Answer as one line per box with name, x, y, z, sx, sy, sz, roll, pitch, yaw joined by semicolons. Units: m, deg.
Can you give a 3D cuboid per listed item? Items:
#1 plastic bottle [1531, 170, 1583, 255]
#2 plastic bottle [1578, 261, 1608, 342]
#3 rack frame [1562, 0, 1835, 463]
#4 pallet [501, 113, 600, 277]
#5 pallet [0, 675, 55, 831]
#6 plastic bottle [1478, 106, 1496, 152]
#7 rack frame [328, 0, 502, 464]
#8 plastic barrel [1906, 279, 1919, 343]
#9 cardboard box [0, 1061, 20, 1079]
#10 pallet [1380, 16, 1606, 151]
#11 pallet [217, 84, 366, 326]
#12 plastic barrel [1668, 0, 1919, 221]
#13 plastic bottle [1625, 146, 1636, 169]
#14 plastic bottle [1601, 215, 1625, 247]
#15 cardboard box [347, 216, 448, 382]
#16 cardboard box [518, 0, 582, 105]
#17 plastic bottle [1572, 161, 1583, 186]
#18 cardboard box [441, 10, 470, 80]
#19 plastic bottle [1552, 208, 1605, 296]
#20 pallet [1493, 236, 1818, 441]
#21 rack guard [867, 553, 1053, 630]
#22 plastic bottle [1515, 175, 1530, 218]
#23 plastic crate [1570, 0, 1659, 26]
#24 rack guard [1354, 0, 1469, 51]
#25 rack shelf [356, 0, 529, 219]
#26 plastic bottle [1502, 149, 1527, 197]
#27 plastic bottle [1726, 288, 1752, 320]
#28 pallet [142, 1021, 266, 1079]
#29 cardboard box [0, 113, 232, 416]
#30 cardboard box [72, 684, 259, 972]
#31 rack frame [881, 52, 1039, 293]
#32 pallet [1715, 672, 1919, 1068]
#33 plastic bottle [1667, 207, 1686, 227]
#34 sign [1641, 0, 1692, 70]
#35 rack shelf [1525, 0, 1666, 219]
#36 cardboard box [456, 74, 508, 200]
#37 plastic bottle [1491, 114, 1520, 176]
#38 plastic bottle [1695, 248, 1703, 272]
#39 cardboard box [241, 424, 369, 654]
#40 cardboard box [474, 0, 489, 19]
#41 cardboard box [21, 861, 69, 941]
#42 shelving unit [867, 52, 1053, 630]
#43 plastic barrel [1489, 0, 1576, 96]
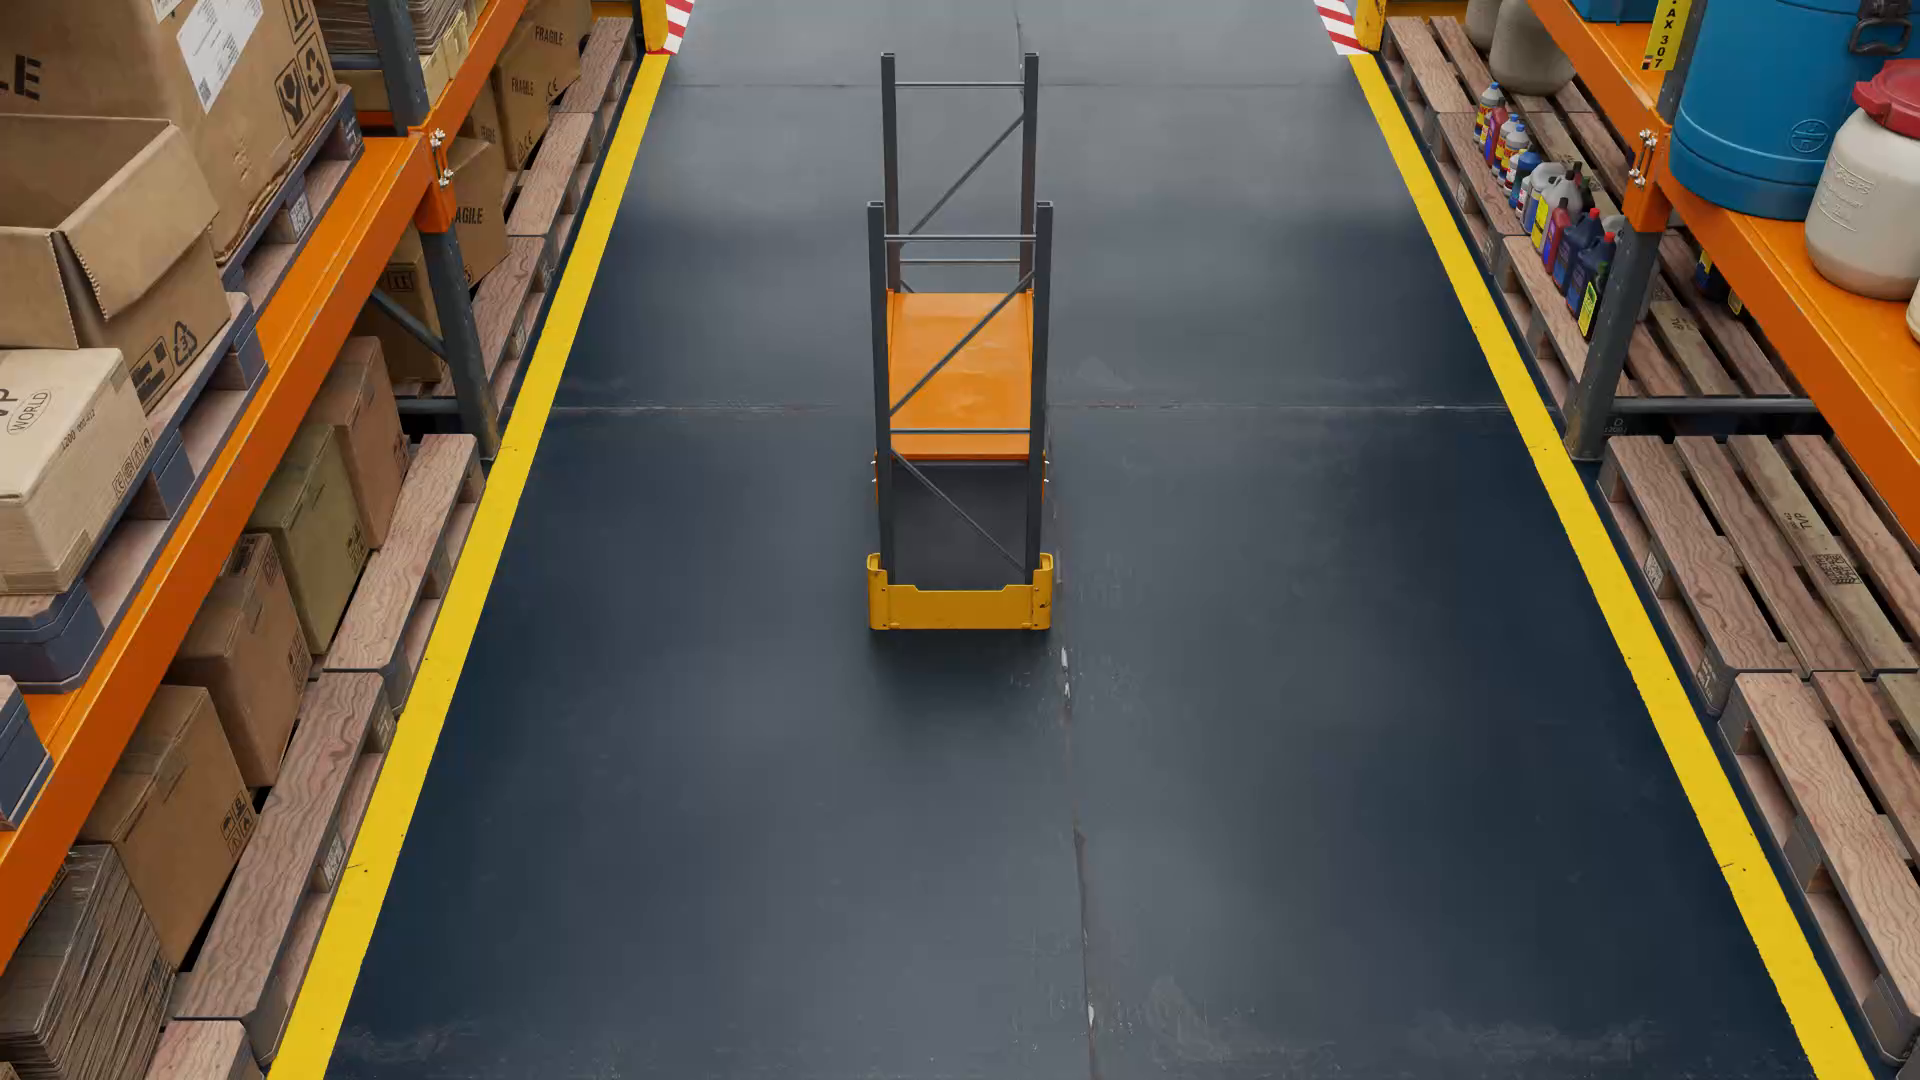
plastic bottle;2.455;-1.356;6.810;0.144;0.351;0.185;0;39;0
plastic bottle;2.414;-0.906;6.302;0.061;0.283;0.133;2;39;2
rack frame;2.745;-1.493;5.215;1.000;3.000;0.127;0;39;0
pallet;-2.249;-1.587;7.561;1.003;0.211;1.213;0;39;0
pallet;-2.311;0.641;2.705;1.213;0.211;1.003;0;39;0
plastic bottle;2.431;-1.876;7.578;0.097;0.201;0.097;0;39;0
rack frame;-2.208;-1.490;5.210;1.000;3.000;0.127;0;39;0
plastic barrel;2.593;-0.612;4.225;0.301;0.262;0.301;0;39;0
cardboard box;-2.224;1.396;3.256;0.700;0.500;0.500;-2;39;-2
pallet;2.783;-2.351;8.515;1.003;0.211;1.213;0;39;0
pallet;-2.353;-0.937;4.674;1.003;0.211;1.213;0;39;0
plastic barrel;2.442;-1.447;4.756;0.600;0.901;0.708;0;39;0
plastic bottle;3.047;-1.800;7.418;0.061;0.283;0.133;0;39;0
plastic bottle;2.604;-1.141;6.601;0.152;0.276;0.135;0;39;0
cardboard box;-2.169;-0.928;6.173;0.500;0.500;0.500;-1;39;-1
cardboard box;-2.194;-2.415;8.028;0.500;0.500;0.500;10;40;12
plastic bottle;2.565;-1.432;6.958;0.061;0.283;0.133;0;39;0
cardboard box;-1.895;-1.683;5.652;0.380;0.149;0.250;0;39;0
plastic bottle;2.456;-1.154;6.558;0.144;0.351;0.185;-2;39;-2
pallet;2.786;-0.825;6.611;1.003;0.211;1.213;0;39;0
rack guard;0.000;0.166;5.343;0.587;0.250;0.087;0;39;0
plastic bottle;2.431;-1.473;7.075;0.097;0.201;0.097;0;39;0
plastic crate;2.472;-2.127;6.125;0.499;0.251;0.616;0;39;0
rack guard;2.787;-2.972;9.059;1.175;0.500;0.348;0;39;0
rack shelf;-2.210;-2.460;6.996;1.077;0.370;4.000;0;39;0
plastic bottle;2.431;-1.602;7.236;0.097;0.201;0.097;0;39;0
plastic bottle;3.049;-1.006;6.428;0.061;0.283;0.133;0;39;0
pallet;-2.203;1.611;3.571;1.003;0.211;1.213;0;39;0
cardboard box;-2.114;-0.610;3.694;0.797;0.503;0.637;4;39;5
cardboard box;-2.245;0.695;4.131;0.700;0.500;0.500;3;39;4
rack frame;-0.001;-0.957;5.744;0.500;1.500;0.032;0;39;0
pallet;2.789;0.851;4.520;1.003;0.211;1.213;0;39;0
plastic bottle;3.010;-1.475;7.019;0.152;0.276;0.135;0;39;0
sign;2.195;-1.608;5.136;0.100;0.325;0.005;0;39;0
rack shelf;2.742;-2.463;7.001;1.077;0.370;4.000;0;39;0
cardboard box;-2.256;-1.675;7.104;0.500;0.500;0.500;-3;39;-4
plastic bottle;2.431;-1.753;7.369;0.097;0.271;0.097;0;39;0
plastic bottle;3.038;-1.196;6.674;0.097;0.271;0.097;0;39;0
cardboard box;-2.247;-0.004;5.003;0.700;0.500;0.500;0;39;0
cardboard box;-1.933;-1.995;6.042;0.380;0.149;0.250;0;39;0
cardboard box;-2.245;0.772;3.435;0.500;0.250;0.500;4;39;5
shelving unit;0.000;-0.633;5.340;0.587;1.500;1.083;0;39;0
plastic barrel;2.818;-2.463;8.078;0.421;0.512;0.421;0;39;0
